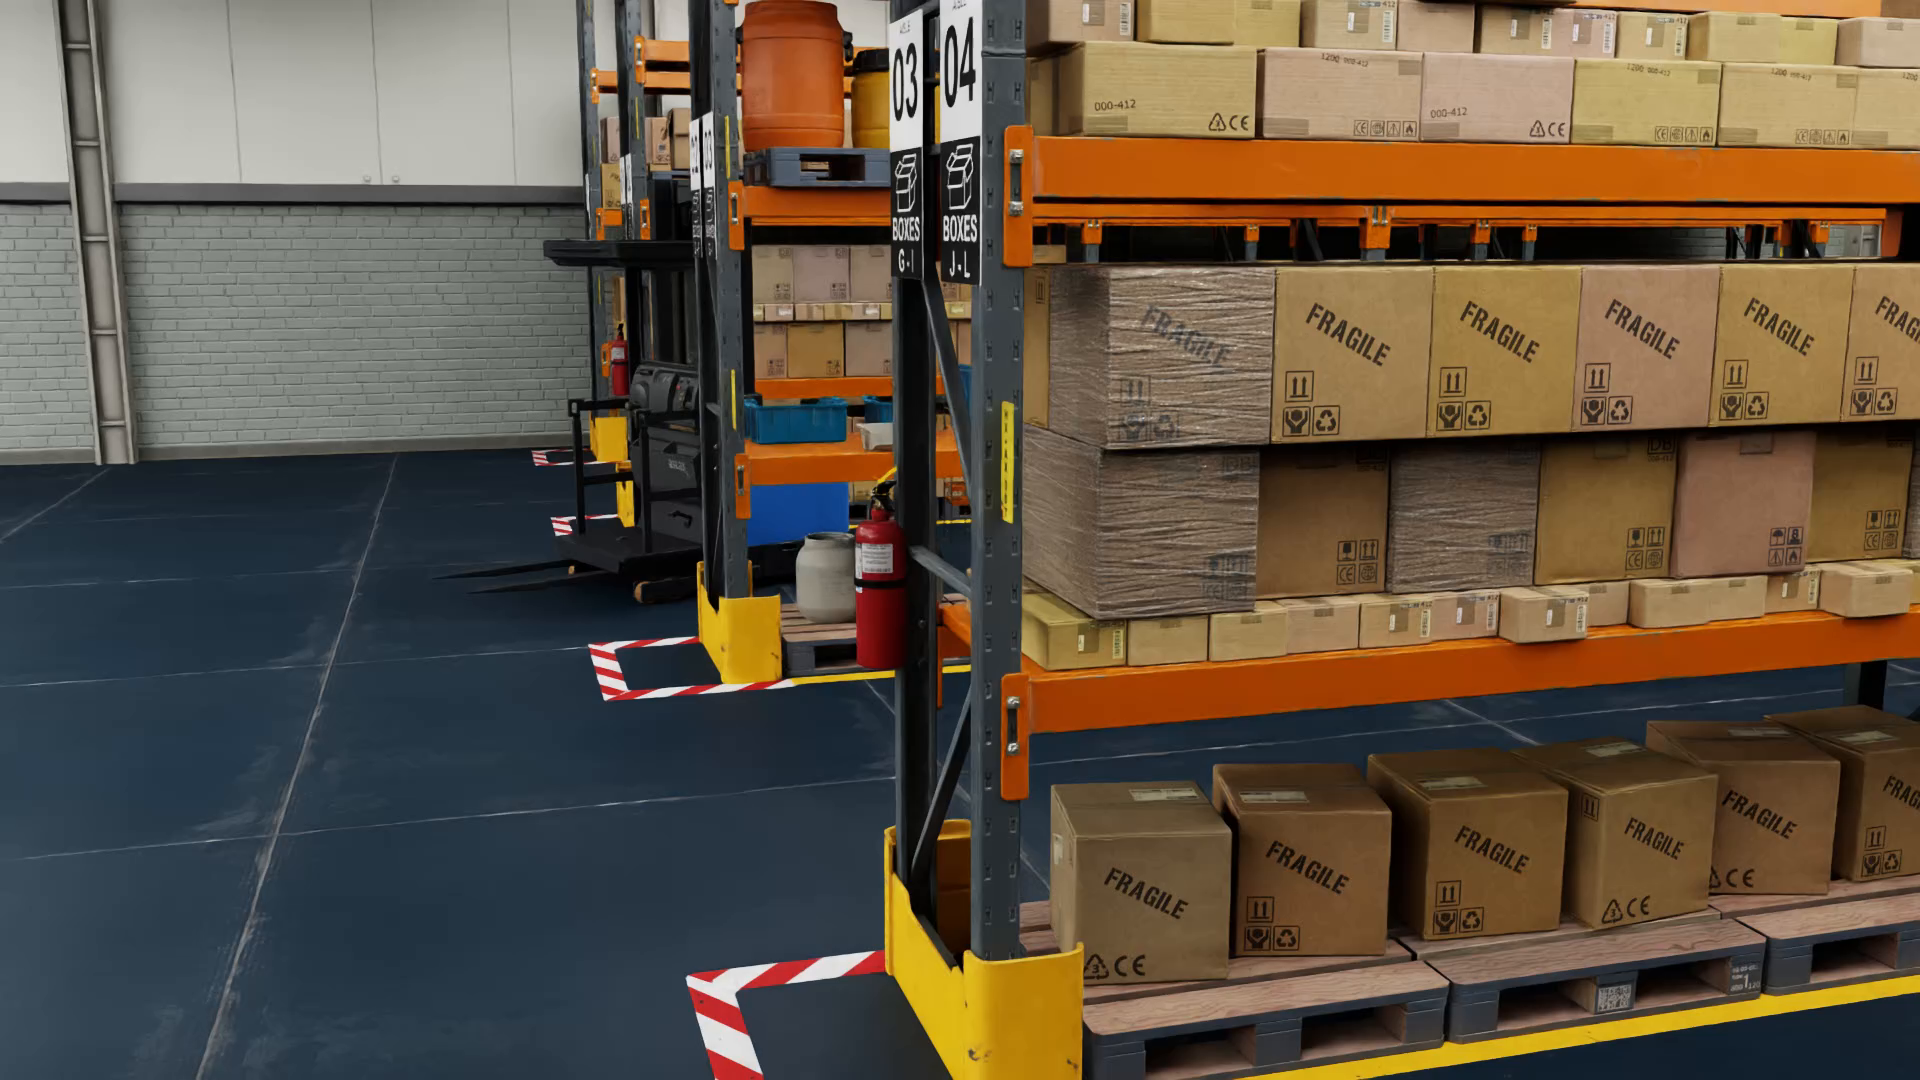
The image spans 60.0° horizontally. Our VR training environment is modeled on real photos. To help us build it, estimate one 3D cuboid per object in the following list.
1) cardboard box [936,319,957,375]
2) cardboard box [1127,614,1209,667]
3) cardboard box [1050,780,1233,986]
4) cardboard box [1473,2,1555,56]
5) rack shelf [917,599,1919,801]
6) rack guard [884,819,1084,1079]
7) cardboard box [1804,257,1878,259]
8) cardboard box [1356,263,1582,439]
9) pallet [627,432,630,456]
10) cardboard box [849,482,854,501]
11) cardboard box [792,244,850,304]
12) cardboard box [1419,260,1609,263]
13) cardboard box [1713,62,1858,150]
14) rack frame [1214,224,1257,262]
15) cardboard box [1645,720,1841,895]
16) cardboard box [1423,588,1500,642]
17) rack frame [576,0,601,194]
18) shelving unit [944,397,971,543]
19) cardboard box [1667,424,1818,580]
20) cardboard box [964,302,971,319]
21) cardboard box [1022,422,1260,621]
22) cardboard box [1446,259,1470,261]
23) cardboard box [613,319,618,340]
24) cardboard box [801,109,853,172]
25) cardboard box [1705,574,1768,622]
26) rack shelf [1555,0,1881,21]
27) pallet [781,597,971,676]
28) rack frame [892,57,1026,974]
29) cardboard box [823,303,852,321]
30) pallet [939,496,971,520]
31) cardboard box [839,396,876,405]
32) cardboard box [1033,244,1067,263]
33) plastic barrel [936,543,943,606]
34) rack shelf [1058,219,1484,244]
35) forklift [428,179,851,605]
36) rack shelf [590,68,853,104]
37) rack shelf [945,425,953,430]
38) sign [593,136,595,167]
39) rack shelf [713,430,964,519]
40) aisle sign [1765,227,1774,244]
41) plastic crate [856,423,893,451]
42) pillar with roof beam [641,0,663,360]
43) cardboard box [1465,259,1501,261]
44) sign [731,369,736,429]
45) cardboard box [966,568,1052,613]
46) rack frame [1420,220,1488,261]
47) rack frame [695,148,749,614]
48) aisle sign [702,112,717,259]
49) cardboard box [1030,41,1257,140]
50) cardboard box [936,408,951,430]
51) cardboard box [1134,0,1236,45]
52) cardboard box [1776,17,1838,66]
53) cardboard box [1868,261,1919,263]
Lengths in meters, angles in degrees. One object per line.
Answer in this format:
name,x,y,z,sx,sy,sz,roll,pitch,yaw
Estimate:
cardboard box,-0.360,-1.779,15.149,0.500,0.500,0.700,-3,11,-15
cardboard box,0.562,0.260,5.043,0.250,0.149,0.380,-3,11,-16
cardboard box,0.581,1.113,5.460,0.500,0.500,0.500,-1,10,-5
cardboard box,1.564,-1.512,5.005,0.250,0.149,0.380,-4,11,-19
rack shelf,1.897,0.371,5.731,4.000,0.370,1.077,-3,11,-16
rack guard,0.049,1.344,5.363,0.348,0.500,1.175,-3,11,-16
cardboard box,9.264,-2.727,17.534,0.500,0.500,0.500,-3,11,-14
cardboard box,1.542,-0.598,5.153,0.500,0.500,0.500,-3,11,-16
pallet,-3.314,-1.132,19.611,1.213,0.211,1.003,-3,11,-16
cardboard box,-1.253,-0.497,14.898,0.500,0.250,0.500,-3,11,-16
cardboard box,-1.299,-2.368,14.765,0.500,0.500,0.700,-3,11,-16
cardboard box,1.877,-0.714,5.782,0.500,0.500,0.500,-3,11,-16
cardboard box,2.460,-1.365,5.307,0.500,0.250,0.500,-3,11,-16
rack frame,3.504,-2.869,21.347,0.127,3.000,1.000,-3,11,-16
cardboard box,2.874,0.983,6.167,0.500,0.500,0.500,0,10,2
cardboard box,1.515,0.205,5.342,0.250,0.149,0.380,-3,11,-16
rack frame,-4.177,-5.415,18.605,0.127,3.000,1.000,-3,11,-16
shelving unit,-0.014,-0.589,13.934,0.189,1.200,0.258,-3,11,-16
cardboard box,2.426,-0.205,5.778,0.500,0.500,0.875,-3,11,-16
cardboard box,0.110,-2.084,15.013,0.250,0.149,0.380,-3,11,-16
cardboard box,0.512,-0.100,5.205,0.500,0.500,0.875,-3,11,-16
cardboard box,6.474,-3.553,21.840,0.500,0.250,0.500,-3,11,-15
cardboard box,-3.783,-2.458,19.471,0.500,0.250,0.500,-3,11,-15
cardboard box,-1.118,-3.440,14.339,0.500,0.500,0.500,-3,11,-16
cardboard box,2.479,0.157,5.605,0.250,0.149,0.380,-3,11,-16
rack shelf,4.353,-3.446,11.001,4.000,0.370,1.077,-3,11,-16
pallet,-0.567,0.577,10.329,1.213,0.211,1.003,-3,11,-16
rack frame,-0.024,0.119,5.116,0.127,3.000,1.000,-3,11,-16
cardboard box,-1.116,-2.020,14.664,0.250,0.149,0.380,-3,11,-17
pallet,0.276,-0.402,15.644,1.213,0.211,1.003,-3,11,-16
cardboard box,-1.322,-1.594,20.111,0.500,0.500,0.500,-4,11,-20
cardboard box,0.627,-2.470,15.317,0.500,0.500,0.700,-3,11,-16
plastic barrel,-0.316,0.203,10.371,0.421,0.512,0.421,0,10,0
rack shelf,2.972,-3.028,15.914,4.000,0.370,1.077,-3,11,-16
forklift,-2.286,-1.096,11.907,3.031,2.935,1.130,-9,13,-39
rack shelf,-2.257,-5.161,19.220,4.000,0.370,1.077,-3,11,-16
rack shelf,-0.014,-0.900,13.877,0.180,0.103,0.258,-3,11,-16
sign,-4.025,-4.275,18.285,0.005,0.325,0.100,-3,11,-16
rack shelf,0.512,-0.490,10.408,4.000,0.370,1.077,-3,11,-16
aisle sign,11.338,-4.504,23.047,0.004,0.787,0.394,-3,11,-16
plastic crate,-0.459,-0.602,9.759,0.250,0.136,0.298,-3,11,-16
pillar with roof beam,-2.544,-4.852,15.549,0.400,9.000,9.100,-3,11,-16
cardboard box,6.968,-3.578,21.971,0.500,0.250,0.500,-3,11,-15
sign,-1.258,-0.782,9.247,0.005,0.325,0.100,-3,11,-16
cardboard box,0.192,0.192,5.412,0.250,0.149,0.380,-3,11,-16
rack frame,4.892,-2.008,16.671,0.127,3.000,1.000,-3,11,-16
rack frame,-1.408,-0.742,9.793,0.127,3.000,1.000,-3,11,-16
aisle sign,-1.395,-1.966,9.261,0.004,0.787,0.394,-3,11,-16
cardboard box,0.511,-1.262,4.746,0.500,0.250,0.500,-3,11,-14
cardboard box,-0.295,-0.918,15.113,0.500,0.500,0.500,-3,11,-16
cardboard box,0.581,-1.449,4.659,0.250,0.149,0.380,-3,11,-15
cardboard box,2.561,-1.570,5.320,0.250,0.149,0.380,-3,11,-14
cardboard box,3.462,-0.700,5.706,0.500,0.500,0.500,-3,11,-16
